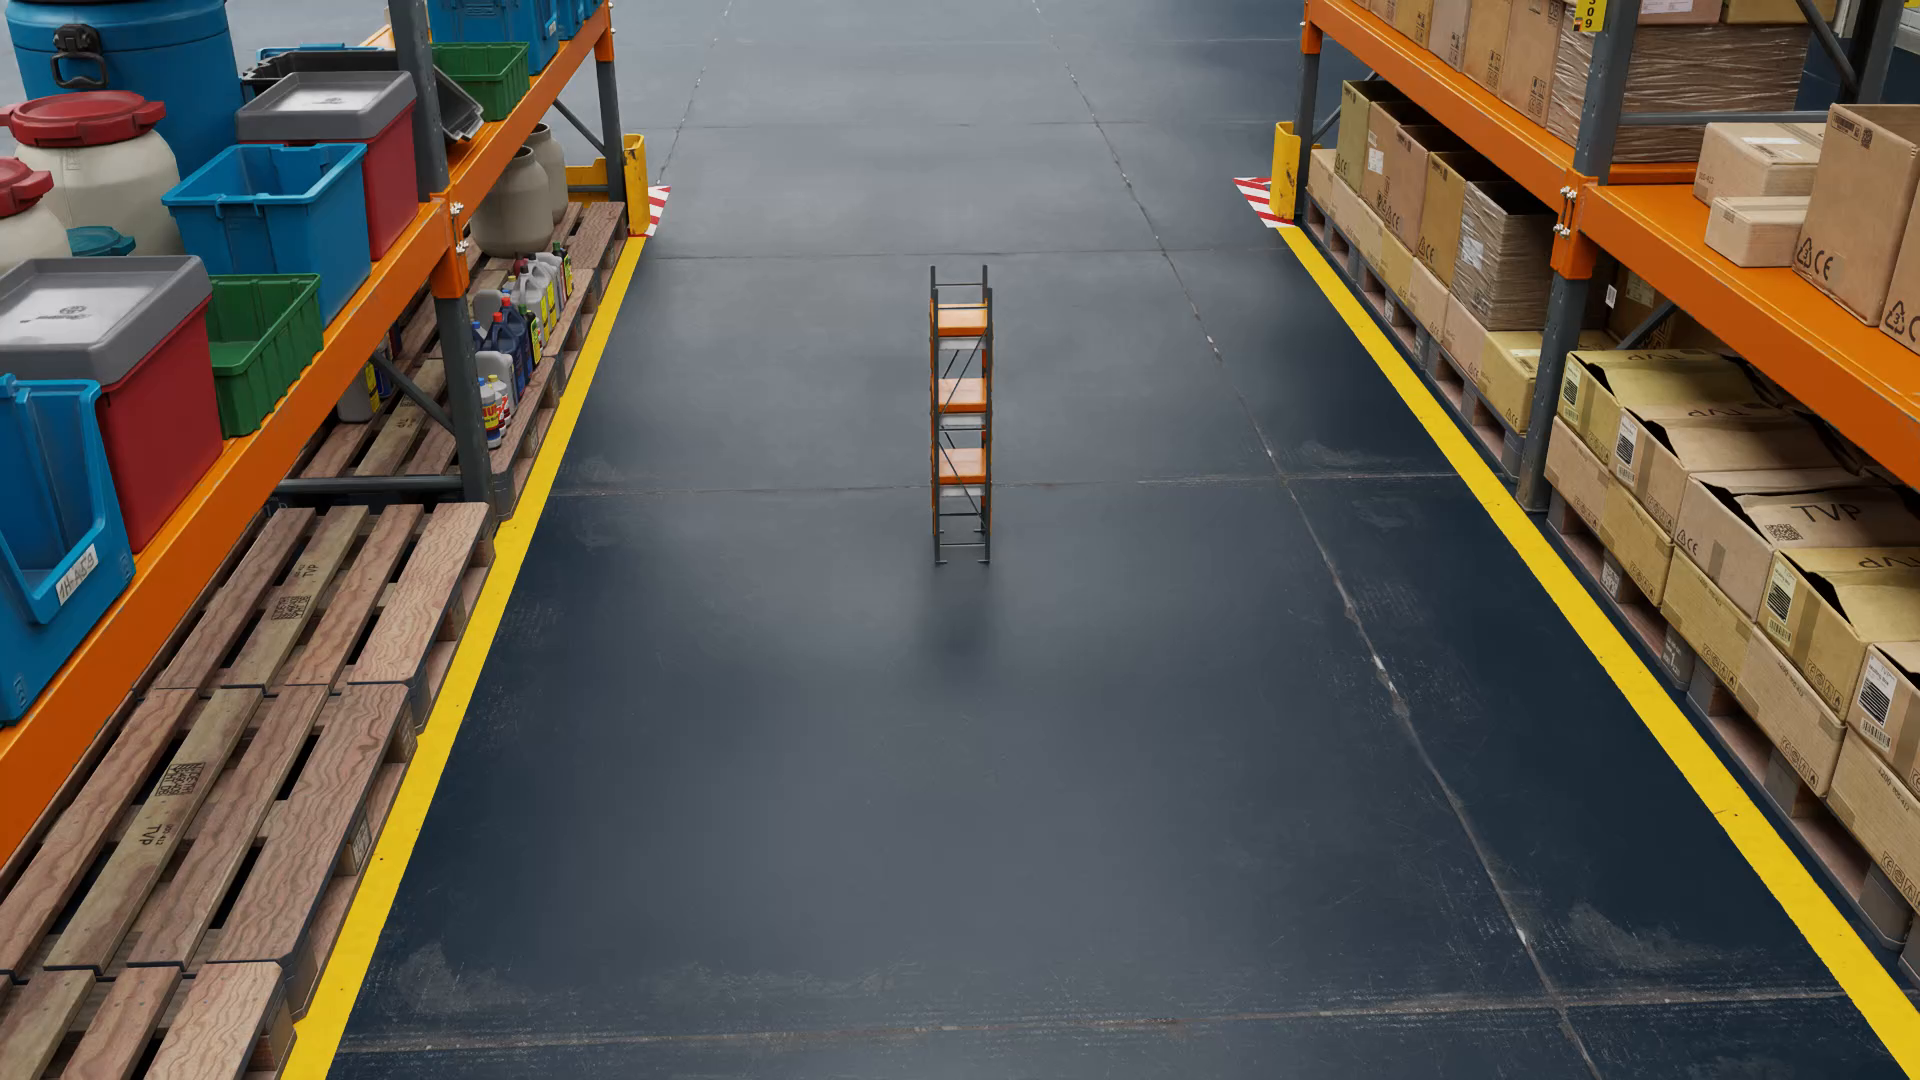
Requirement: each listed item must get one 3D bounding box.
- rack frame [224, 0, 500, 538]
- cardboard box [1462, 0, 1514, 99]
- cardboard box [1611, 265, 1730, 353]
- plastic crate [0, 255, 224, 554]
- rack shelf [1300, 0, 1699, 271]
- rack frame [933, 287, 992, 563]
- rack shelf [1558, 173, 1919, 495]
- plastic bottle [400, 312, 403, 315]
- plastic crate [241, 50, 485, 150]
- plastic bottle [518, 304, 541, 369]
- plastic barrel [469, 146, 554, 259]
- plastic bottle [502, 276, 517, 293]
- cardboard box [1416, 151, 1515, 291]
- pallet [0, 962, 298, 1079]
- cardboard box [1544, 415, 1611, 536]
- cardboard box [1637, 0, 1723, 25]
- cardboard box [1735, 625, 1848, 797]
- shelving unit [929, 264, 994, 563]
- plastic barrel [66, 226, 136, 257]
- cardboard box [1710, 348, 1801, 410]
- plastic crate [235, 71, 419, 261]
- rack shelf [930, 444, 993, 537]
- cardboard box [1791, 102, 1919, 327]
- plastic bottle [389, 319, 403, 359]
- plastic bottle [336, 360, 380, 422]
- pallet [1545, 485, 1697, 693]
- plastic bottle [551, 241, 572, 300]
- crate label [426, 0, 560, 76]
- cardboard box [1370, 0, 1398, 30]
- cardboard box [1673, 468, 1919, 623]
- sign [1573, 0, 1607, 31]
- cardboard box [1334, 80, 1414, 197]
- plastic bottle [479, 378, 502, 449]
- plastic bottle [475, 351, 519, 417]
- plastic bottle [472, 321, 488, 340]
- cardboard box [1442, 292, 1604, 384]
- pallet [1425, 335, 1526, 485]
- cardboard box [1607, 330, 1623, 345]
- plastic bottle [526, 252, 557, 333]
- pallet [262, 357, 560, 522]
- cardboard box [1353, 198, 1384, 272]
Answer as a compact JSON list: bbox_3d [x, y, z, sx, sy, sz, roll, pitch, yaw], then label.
[{"bbox_3d":[-2.260,-1.352,5.600,1.000,3.000,0.127,-1,28,-3],"label":"rack frame"},{"bbox_3d":[2.601,-2.195,7.106,0.700,0.500,0.500,-1,28,-2],"label":"cardboard box"},{"bbox_3d":[2.975,-0.992,6.616,0.500,0.500,0.500,-1,28,-3],"label":"cardboard box"},{"bbox_3d":[-1.830,-0.287,3.488,0.402,0.464,0.583,-1,28,-3],"label":"plastic crate"},{"bbox_3d":[2.583,-2.075,7.763,1.077,0.370,4.000,-1,28,-3],"label":"rack shelf"},{"bbox_3d":[0.009,-0.384,5.852,0.200,1.050,0.008,-1,28,-3],"label":"rack frame"},{"bbox_3d":[2.791,-0.228,4.221,1.077,0.370,4.000,-1,28,-3],"label":"rack shelf"},{"bbox_3d":[-2.667,-1.182,7.747,0.097,0.271,0.097,0,28,0],"label":"plastic bottle"},{"bbox_3d":[-2.160,-1.570,6.083,0.767,0.338,0.504,-1,28,-3],"label":"plastic crate"},{"bbox_3d":[-1.864,-0.890,7.175,0.061,0.283,0.133,0,28,0],"label":"plastic bottle"},{"bbox_3d":[-2.332,-1.749,8.596,0.421,0.512,0.421,0,28,0],"label":"plastic barrel"},{"bbox_3d":[-2.065,-1.124,7.711,0.097,0.201,0.097,0,28,0],"label":"plastic bottle"},{"bbox_3d":[2.400,-1.441,7.477,0.500,0.500,0.500,-1,28,-3],"label":"cardboard box"},{"bbox_3d":[-2.053,1.372,3.390,1.003,0.211,1.213,-1,28,-3],"label":"pallet"},{"bbox_3d":[2.461,-0.245,5.996,0.500,0.250,0.500,-2,28,-4],"label":"cardboard box"},{"bbox_3d":[2.459,-1.923,5.883,0.380,0.149,0.250,-1,28,-3],"label":"cardboard box"},{"bbox_3d":[2.541,0.465,4.634,0.500,0.250,0.500,-1,28,-2],"label":"cardboard box"},{"bbox_3d":[0.003,-0.441,5.960,0.215,1.050,0.252,-1,28,-3],"label":"shelving unit"},{"bbox_3d":[-2.344,-0.676,4.452,0.301,0.262,0.301,0,28,0],"label":"plastic barrel"},{"bbox_3d":[2.994,-0.506,5.889,0.500,0.311,0.500,-1,28,-3],"label":"cardboard box"},{"bbox_3d":[-1.929,-1.165,5.170,0.402,0.464,0.583,-1,28,-3],"label":"plastic crate"},{"bbox_3d":[0.003,-0.185,6.093,0.215,0.259,0.240,-1,28,-3],"label":"rack shelf"},{"bbox_3d":[2.738,-0.916,4.655,0.500,0.500,0.500,1,28,1],"label":"cardboard box"},{"bbox_3d":[-2.506,-0.949,7.288,0.061,0.283,0.133,-1,28,-3],"label":"plastic bottle"},{"bbox_3d":[-2.437,-0.667,6.674,0.144,0.351,0.185,-1,28,-3],"label":"plastic bottle"},{"bbox_3d":[2.764,0.105,5.820,1.003,0.211,1.213,-1,28,-3],"label":"pallet"},{"bbox_3d":[-1.911,-1.299,7.959,0.061,0.283,0.133,-1,28,-1],"label":"plastic bottle"},{"bbox_3d":[-2.102,-2.372,7.516,0.502,0.435,0.616,-1,28,-3],"label":"crate label"},{"bbox_3d":[2.522,-2.904,8.465,0.700,0.500,0.500,-1,28,-1],"label":"cardboard box"},{"bbox_3d":[2.509,-0.019,4.955,0.500,0.311,0.500,-2,28,-4],"label":"cardboard box"},{"bbox_3d":[2.133,-1.875,5.580,0.100,0.325,0.005,-1,28,-3],"label":"sign"},{"bbox_3d":[2.312,-2.133,8.805,0.500,0.500,0.500,-1,28,-3],"label":"cardboard box"},{"bbox_3d":[-1.839,-0.496,6.431,0.097,0.271,0.097,0,28,0],"label":"plastic bottle"},{"bbox_3d":[-1.883,-0.646,6.715,0.152,0.276,0.135,0,28,-1],"label":"plastic bottle"},{"bbox_3d":[-2.016,-0.785,6.985,0.097,0.271,0.097,0,28,0],"label":"plastic bottle"},{"bbox_3d":[2.428,-0.877,7.208,0.500,0.250,0.500,-1,28,-3],"label":"cardboard box"},{"bbox_3d":[2.687,-0.602,7.176,1.003,0.211,1.213,-1,28,-3],"label":"pallet"},{"bbox_3d":[2.966,-0.659,6.789,0.500,0.250,0.500,-1,28,-3],"label":"cardboard box"},{"bbox_3d":[-1.929,-1.125,7.553,0.144,0.351,0.185,0,28,-1],"label":"plastic bottle"},{"bbox_3d":[-2.253,-0.427,6.841,1.003,0.211,1.213,-1,28,-3],"label":"pallet"},{"bbox_3d":[2.339,-1.570,8.536,0.500,0.250,0.500,-1,28,-3],"label":"cardboard box"}]
